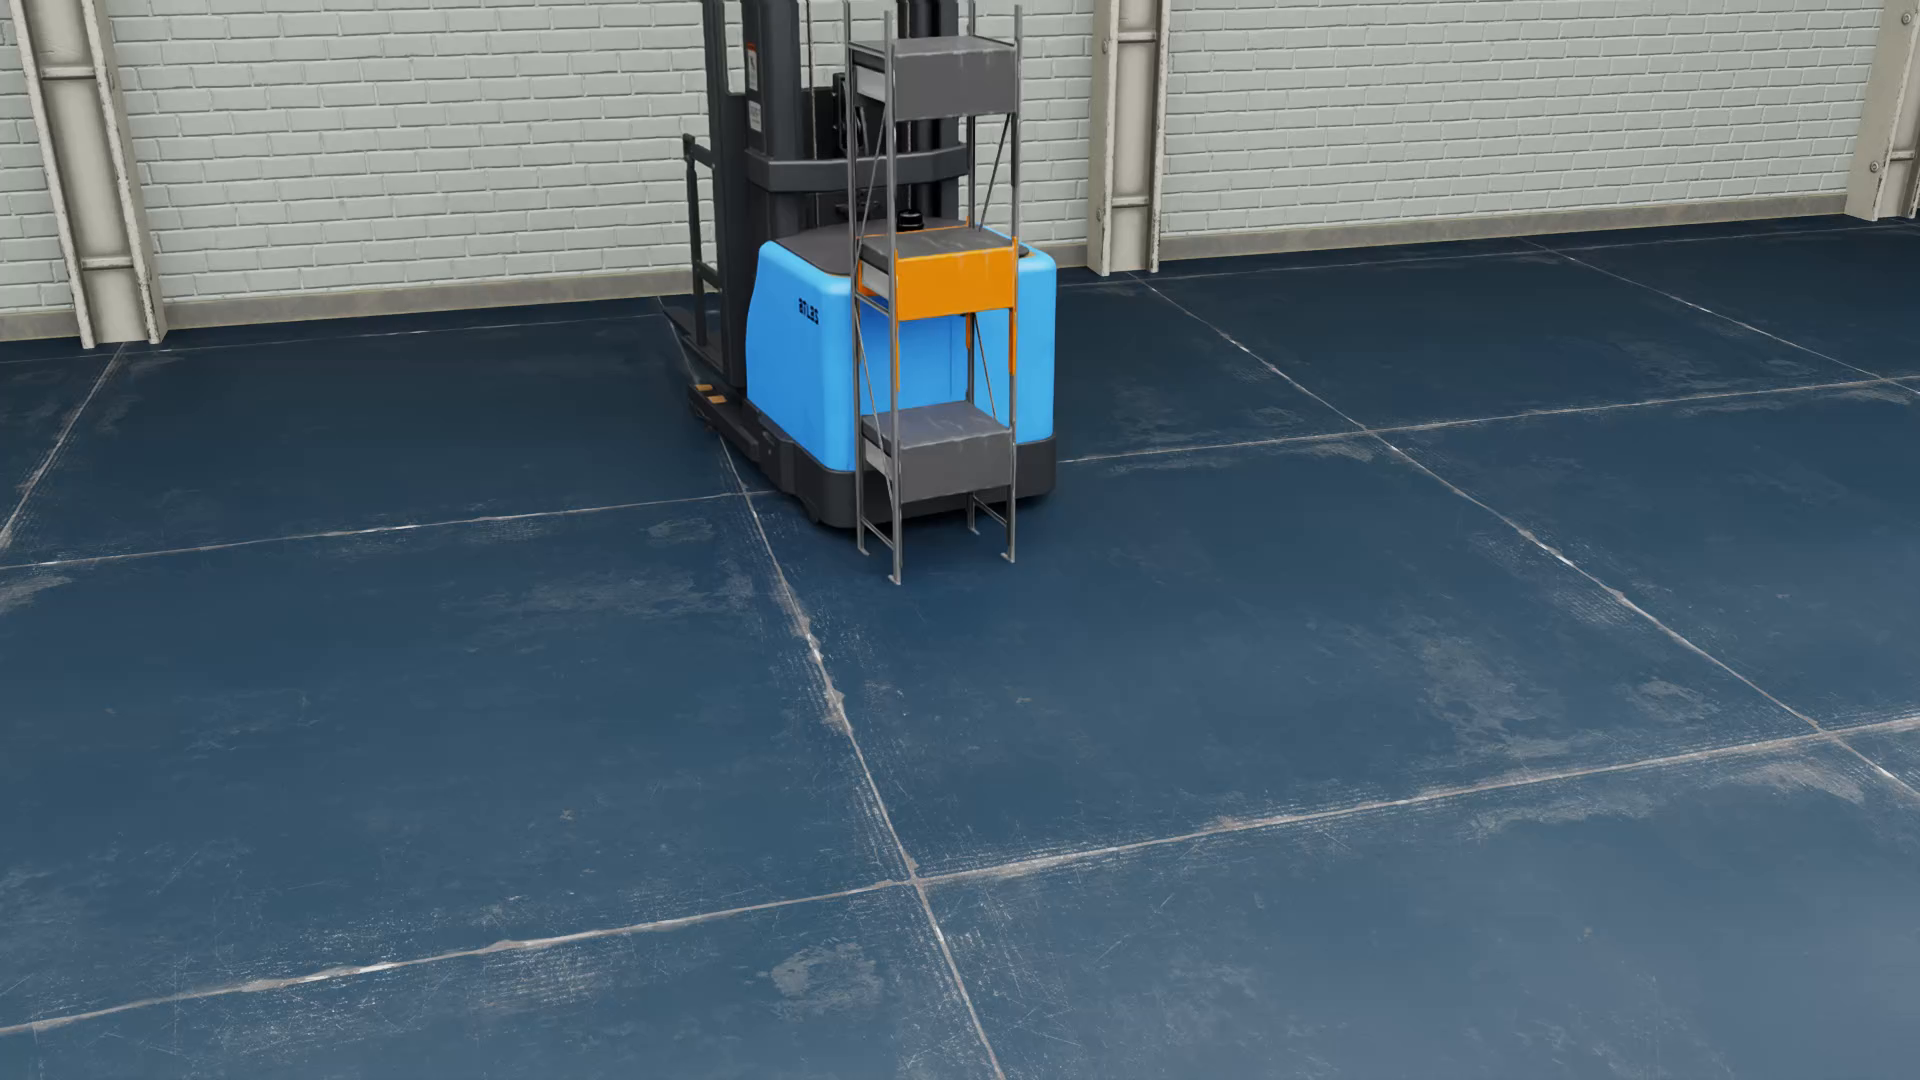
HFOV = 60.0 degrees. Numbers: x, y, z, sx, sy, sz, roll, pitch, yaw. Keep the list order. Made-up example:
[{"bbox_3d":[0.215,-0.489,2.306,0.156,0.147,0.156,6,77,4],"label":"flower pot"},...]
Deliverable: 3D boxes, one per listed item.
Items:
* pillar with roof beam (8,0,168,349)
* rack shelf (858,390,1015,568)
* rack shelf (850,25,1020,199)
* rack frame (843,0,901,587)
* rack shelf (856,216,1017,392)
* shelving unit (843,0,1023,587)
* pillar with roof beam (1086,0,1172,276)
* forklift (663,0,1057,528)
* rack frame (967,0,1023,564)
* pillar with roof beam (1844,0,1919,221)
[{"bbox_3d":[-3.554,-3.642,3.826,0.400,9.000,9.100,-6,24,-14],"label":"pillar with roof beam"},{"bbox_3d":[-0.098,-0.245,6.467,0.480,0.518,0.431,-11,25,-23],"label":"rack shelf"},{"bbox_3d":[-0.098,-1.531,5.914,0.480,0.518,0.431,-11,25,-23],"label":"rack shelf"},{"bbox_3d":[-0.318,-0.859,6.088,0.015,2.100,0.400,-11,25,-23],"label":"rack frame"},{"bbox_3d":[-0.098,-0.888,6.190,0.480,0.518,0.431,-11,25,-23],"label":"rack shelf"},{"bbox_3d":[-0.098,-0.900,6.185,0.503,2.100,0.431,-11,25,-23],"label":"shelving unit"},{"bbox_3d":[2.223,-4.281,5.316,0.400,9.000,9.100,-6,24,-14],"label":"pillar with roof beam"},{"bbox_3d":[-0.682,-1.942,7.558,1.130,2.935,3.031,-11,25,-23],"label":"forklift"},{"bbox_3d":[0.122,-0.942,6.281,0.015,2.100,0.400,-11,25,-23],"label":"rack frame"},{"bbox_3d":[8.000,-4.920,6.805,0.400,9.000,9.100,-6,24,-14],"label":"pillar with roof beam"}]
